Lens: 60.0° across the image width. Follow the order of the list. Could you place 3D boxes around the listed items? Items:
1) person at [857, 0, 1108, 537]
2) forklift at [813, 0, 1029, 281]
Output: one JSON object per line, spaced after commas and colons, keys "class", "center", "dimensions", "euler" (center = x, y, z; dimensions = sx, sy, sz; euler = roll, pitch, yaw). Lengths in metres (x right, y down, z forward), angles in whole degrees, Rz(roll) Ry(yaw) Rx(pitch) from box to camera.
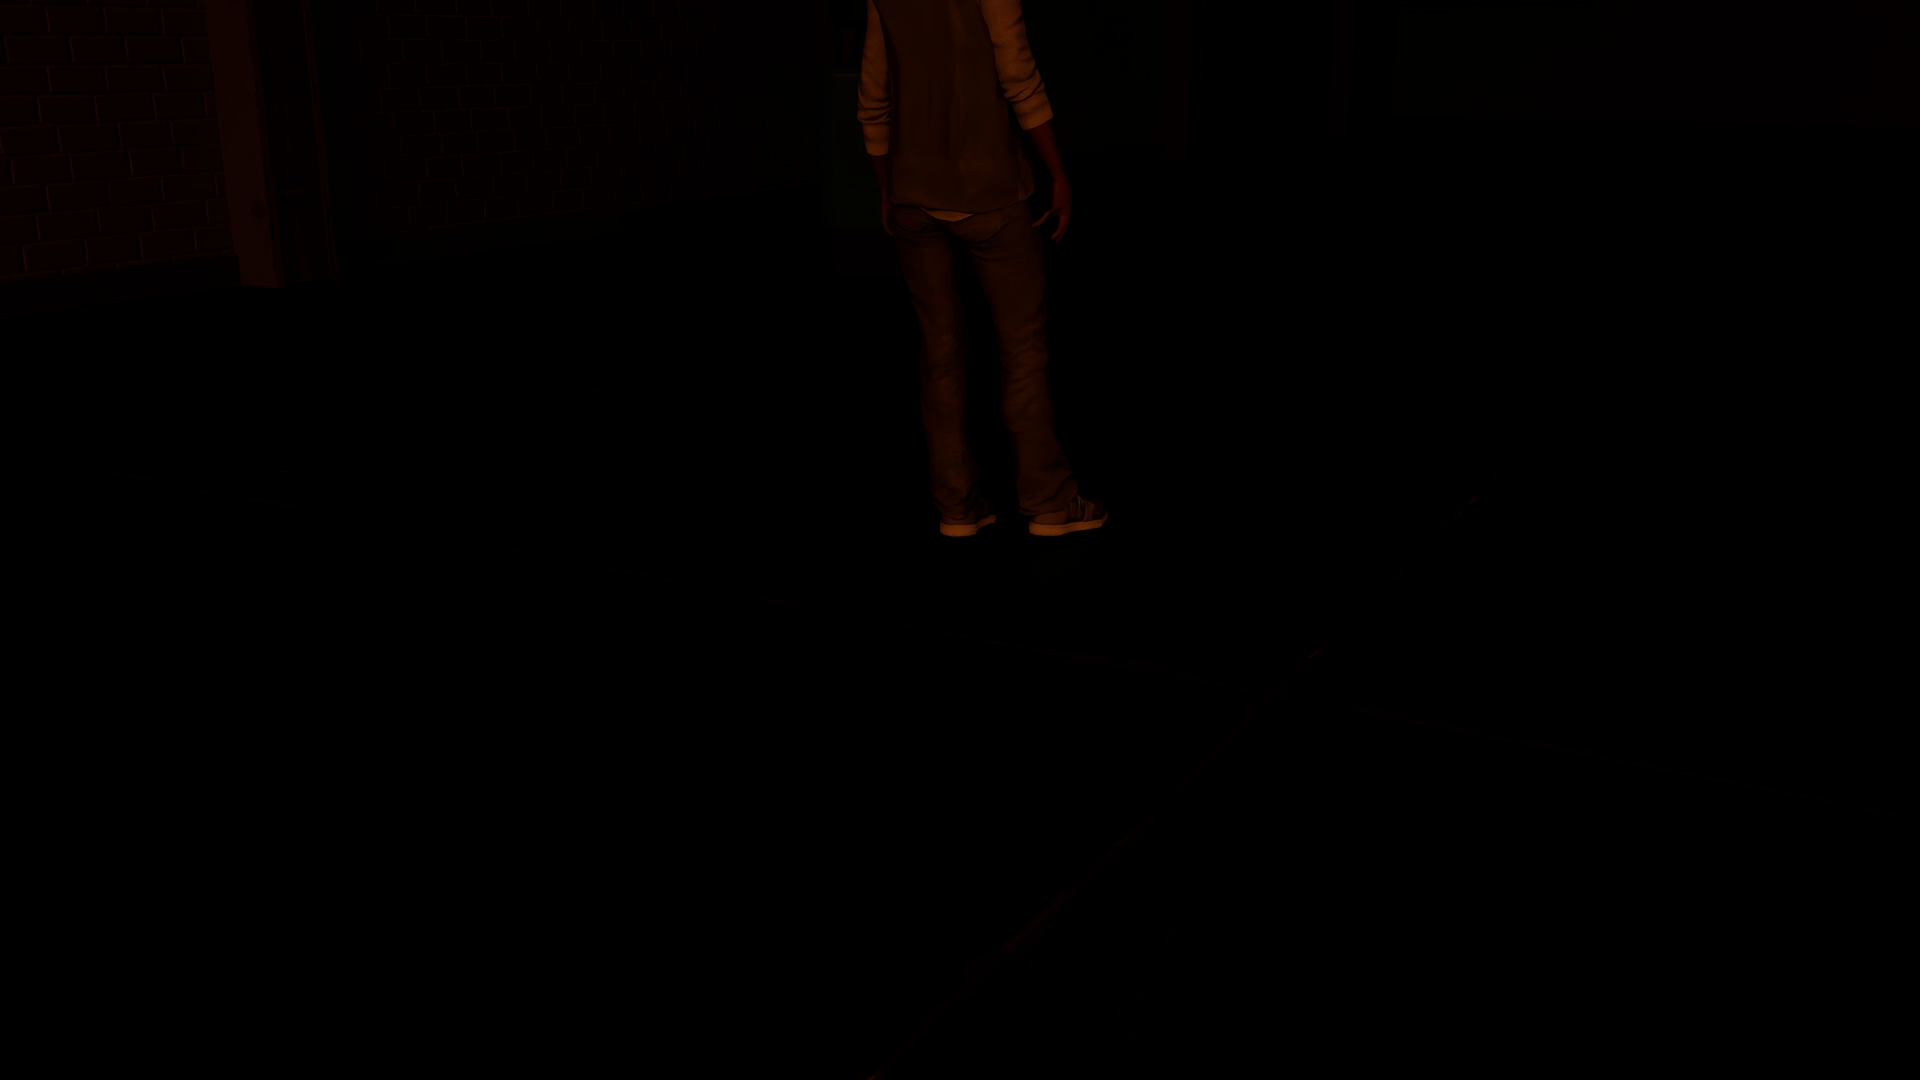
{"class": "person", "center": [0.049, -0.789, 3.868], "dimensions": [0.520, 1.597, 0.475], "euler": [9, 19, 28]}
{"class": "forklift", "center": [-0.253, -3.059, 9.241], "dimensions": [1.130, 2.935, 3.031], "euler": [-1, 16, -3]}
